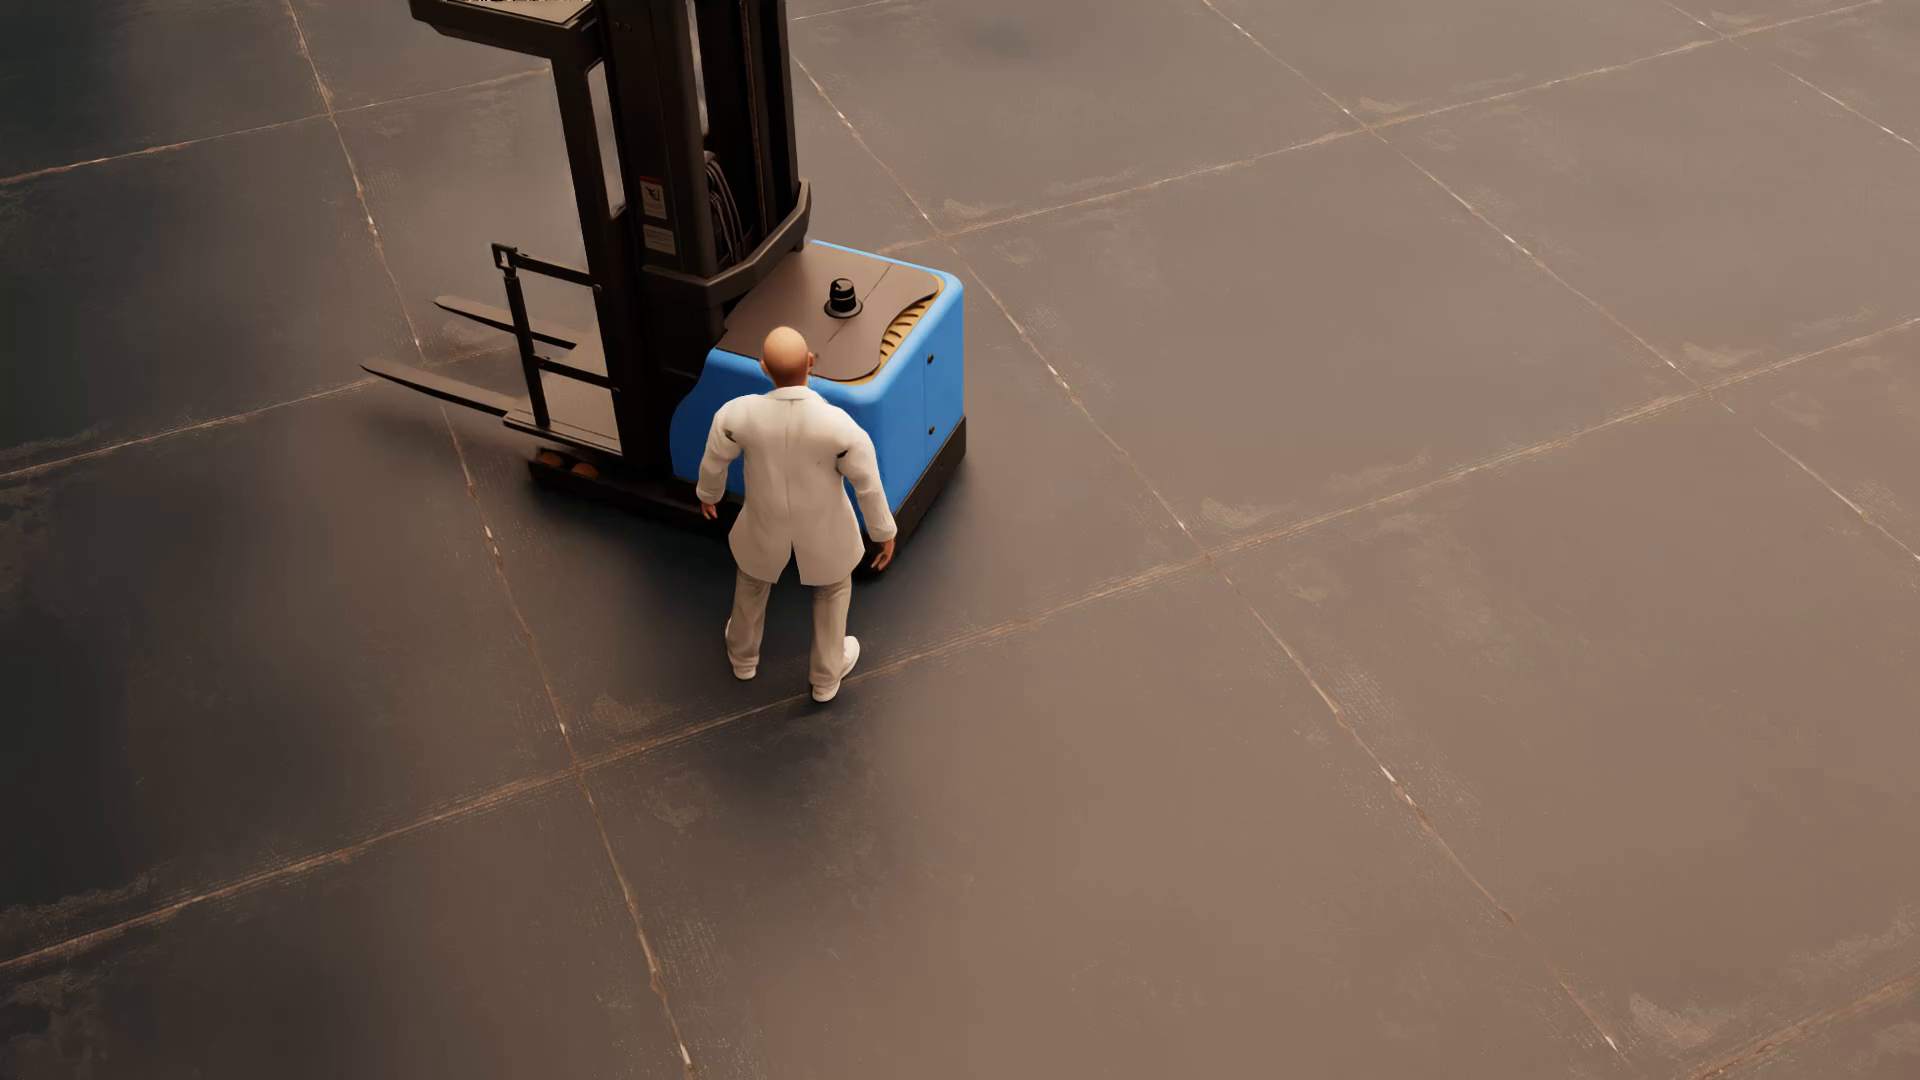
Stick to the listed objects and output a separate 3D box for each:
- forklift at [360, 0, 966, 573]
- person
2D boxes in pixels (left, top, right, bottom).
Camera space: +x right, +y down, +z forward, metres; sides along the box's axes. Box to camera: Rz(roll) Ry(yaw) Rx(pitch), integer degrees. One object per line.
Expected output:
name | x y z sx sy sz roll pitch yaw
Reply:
forklift | -1.534 -1.591 7.385 3.031 2.935 1.130 17 46 17
person | -0.652 -0.100 6.654 0.823 1.752 0.453 4 43 4
